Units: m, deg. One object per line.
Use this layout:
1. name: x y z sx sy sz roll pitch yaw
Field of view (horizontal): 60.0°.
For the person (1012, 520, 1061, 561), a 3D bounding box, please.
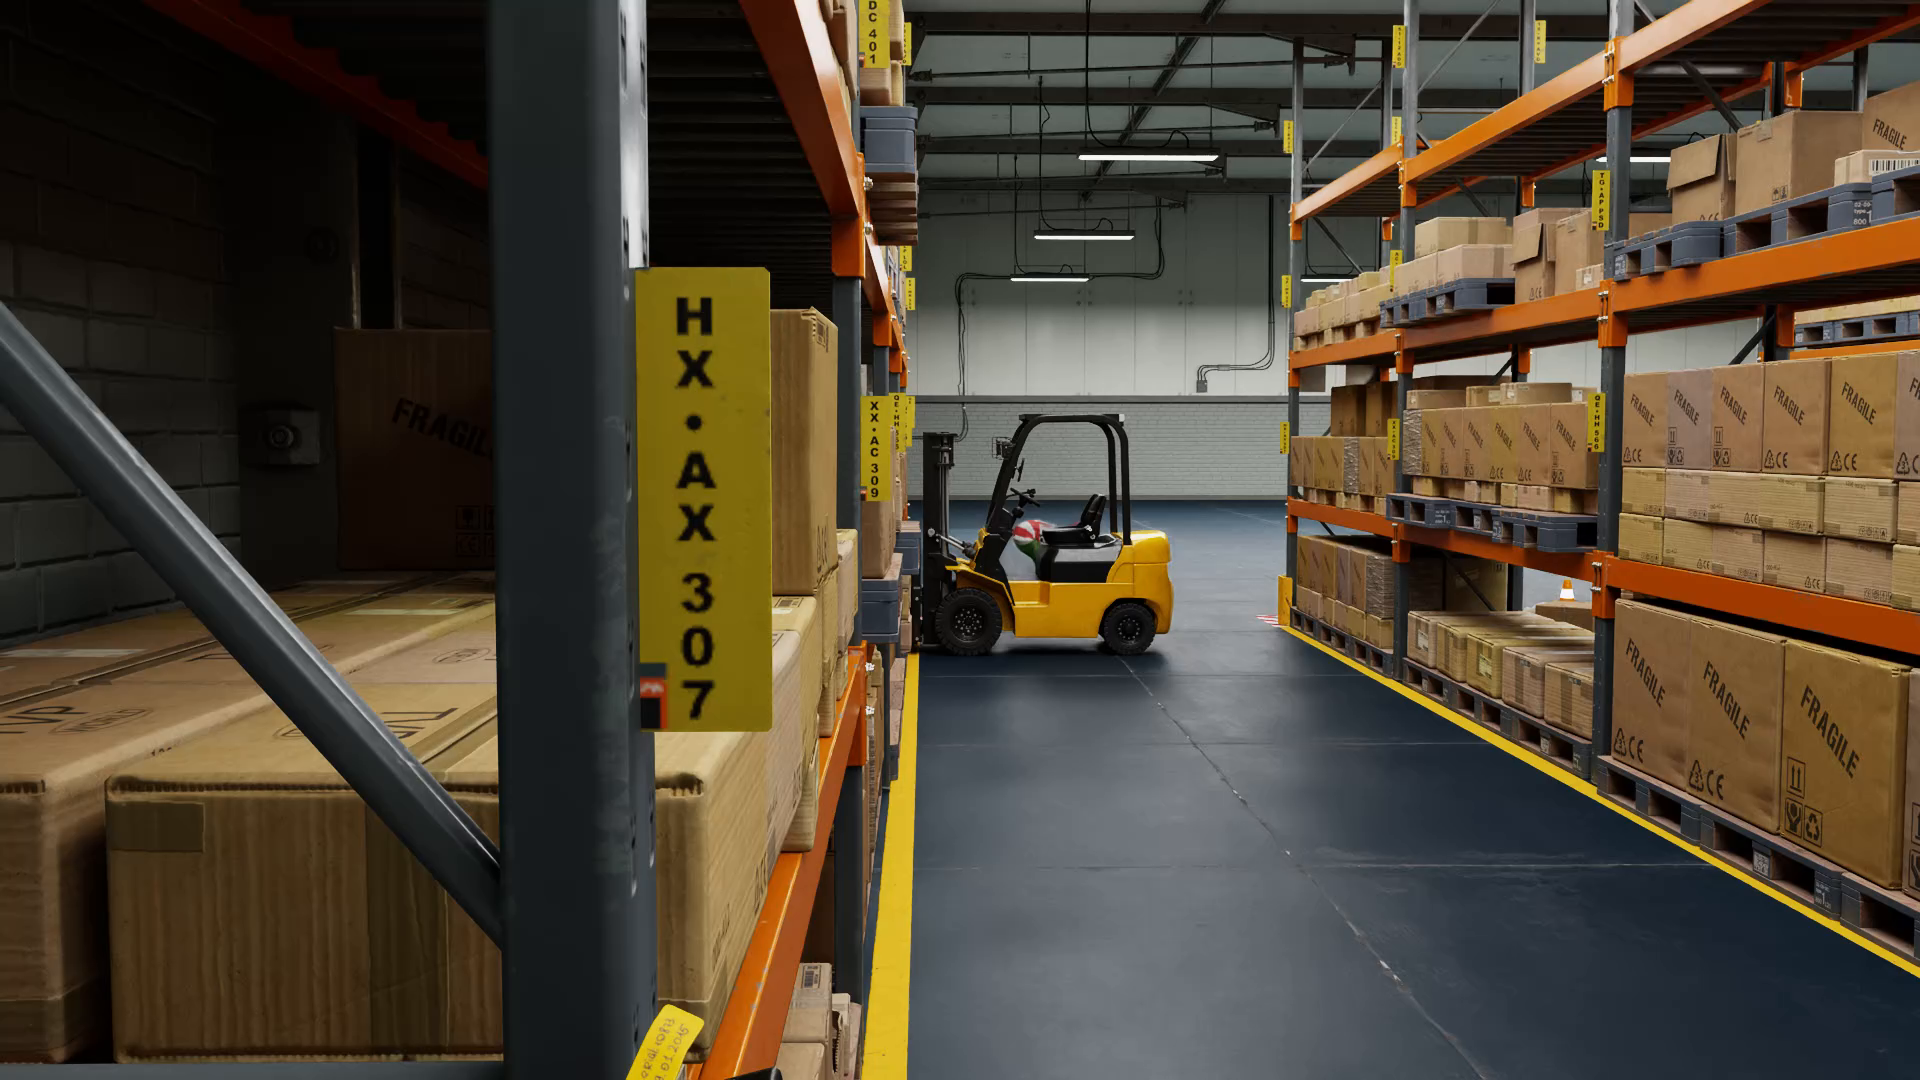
1. person: 1.067 0.268 18.947 0.950 0.997 0.524 0 4 -4
